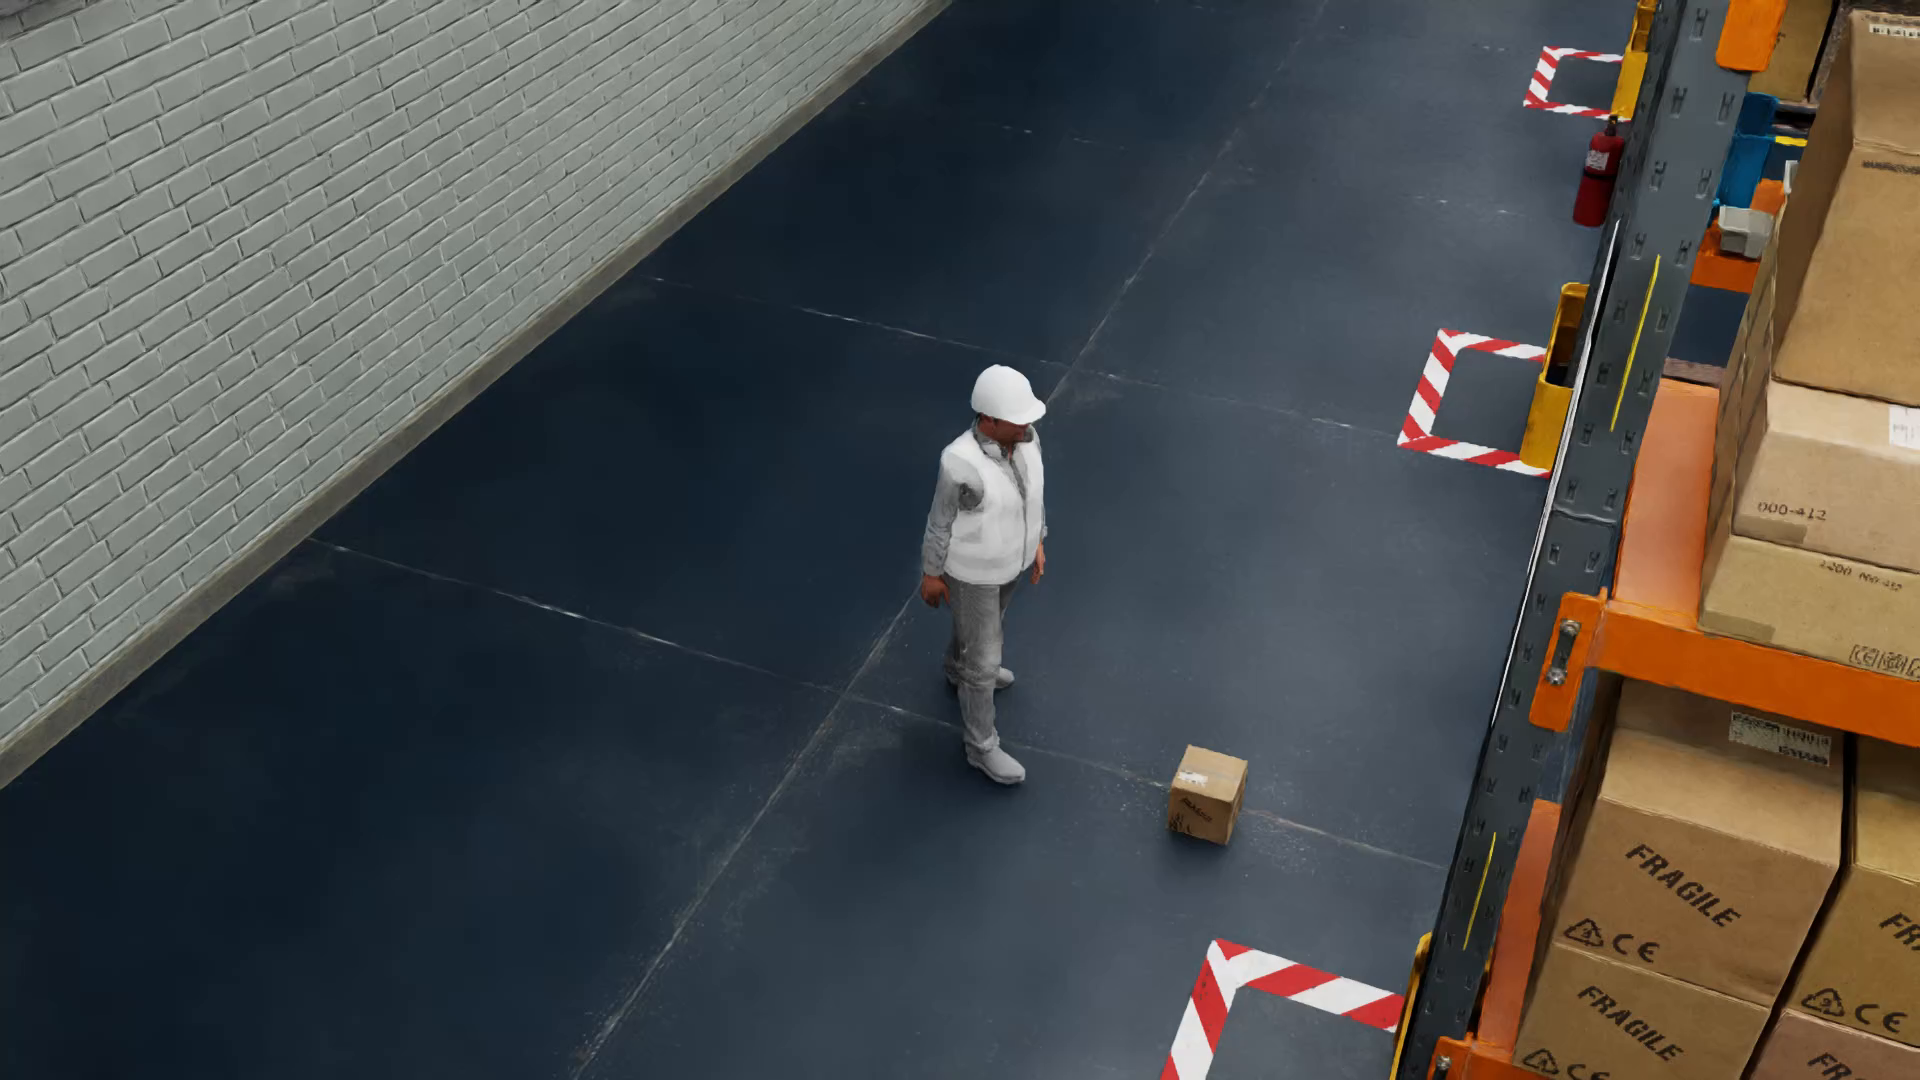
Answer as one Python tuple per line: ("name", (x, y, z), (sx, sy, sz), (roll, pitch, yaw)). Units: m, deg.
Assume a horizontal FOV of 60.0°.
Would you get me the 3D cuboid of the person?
("person", (0.134, 0.088, 6.672), (0.680, 1.758, 0.613), (24, 43, 28))
